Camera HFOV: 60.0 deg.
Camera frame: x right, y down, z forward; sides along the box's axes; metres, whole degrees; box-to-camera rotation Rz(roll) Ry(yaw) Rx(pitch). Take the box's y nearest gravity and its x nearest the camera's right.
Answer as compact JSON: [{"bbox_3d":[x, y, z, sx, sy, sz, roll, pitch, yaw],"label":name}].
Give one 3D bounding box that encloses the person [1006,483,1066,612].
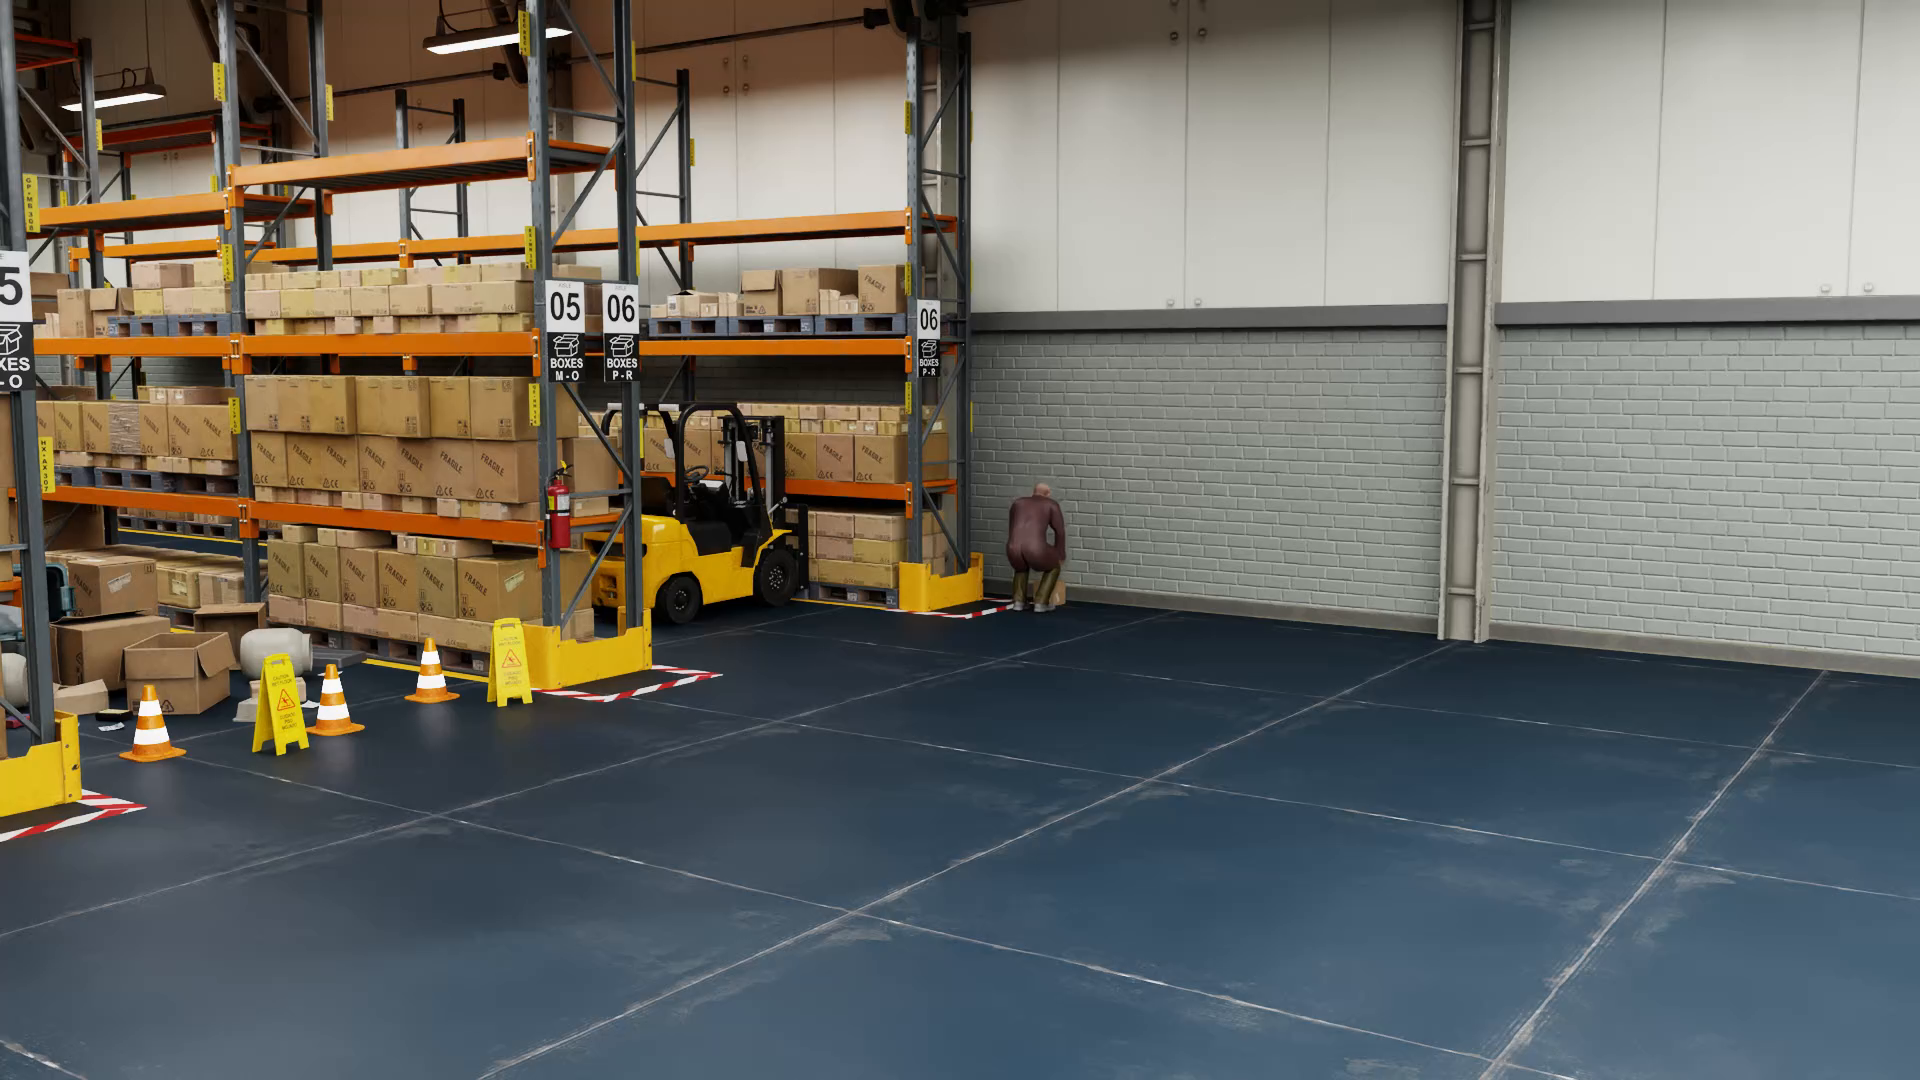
[{"bbox_3d":[0.752,0.084,17.278,0.633,1.287,0.780,3,7,26],"label":"person"}]
